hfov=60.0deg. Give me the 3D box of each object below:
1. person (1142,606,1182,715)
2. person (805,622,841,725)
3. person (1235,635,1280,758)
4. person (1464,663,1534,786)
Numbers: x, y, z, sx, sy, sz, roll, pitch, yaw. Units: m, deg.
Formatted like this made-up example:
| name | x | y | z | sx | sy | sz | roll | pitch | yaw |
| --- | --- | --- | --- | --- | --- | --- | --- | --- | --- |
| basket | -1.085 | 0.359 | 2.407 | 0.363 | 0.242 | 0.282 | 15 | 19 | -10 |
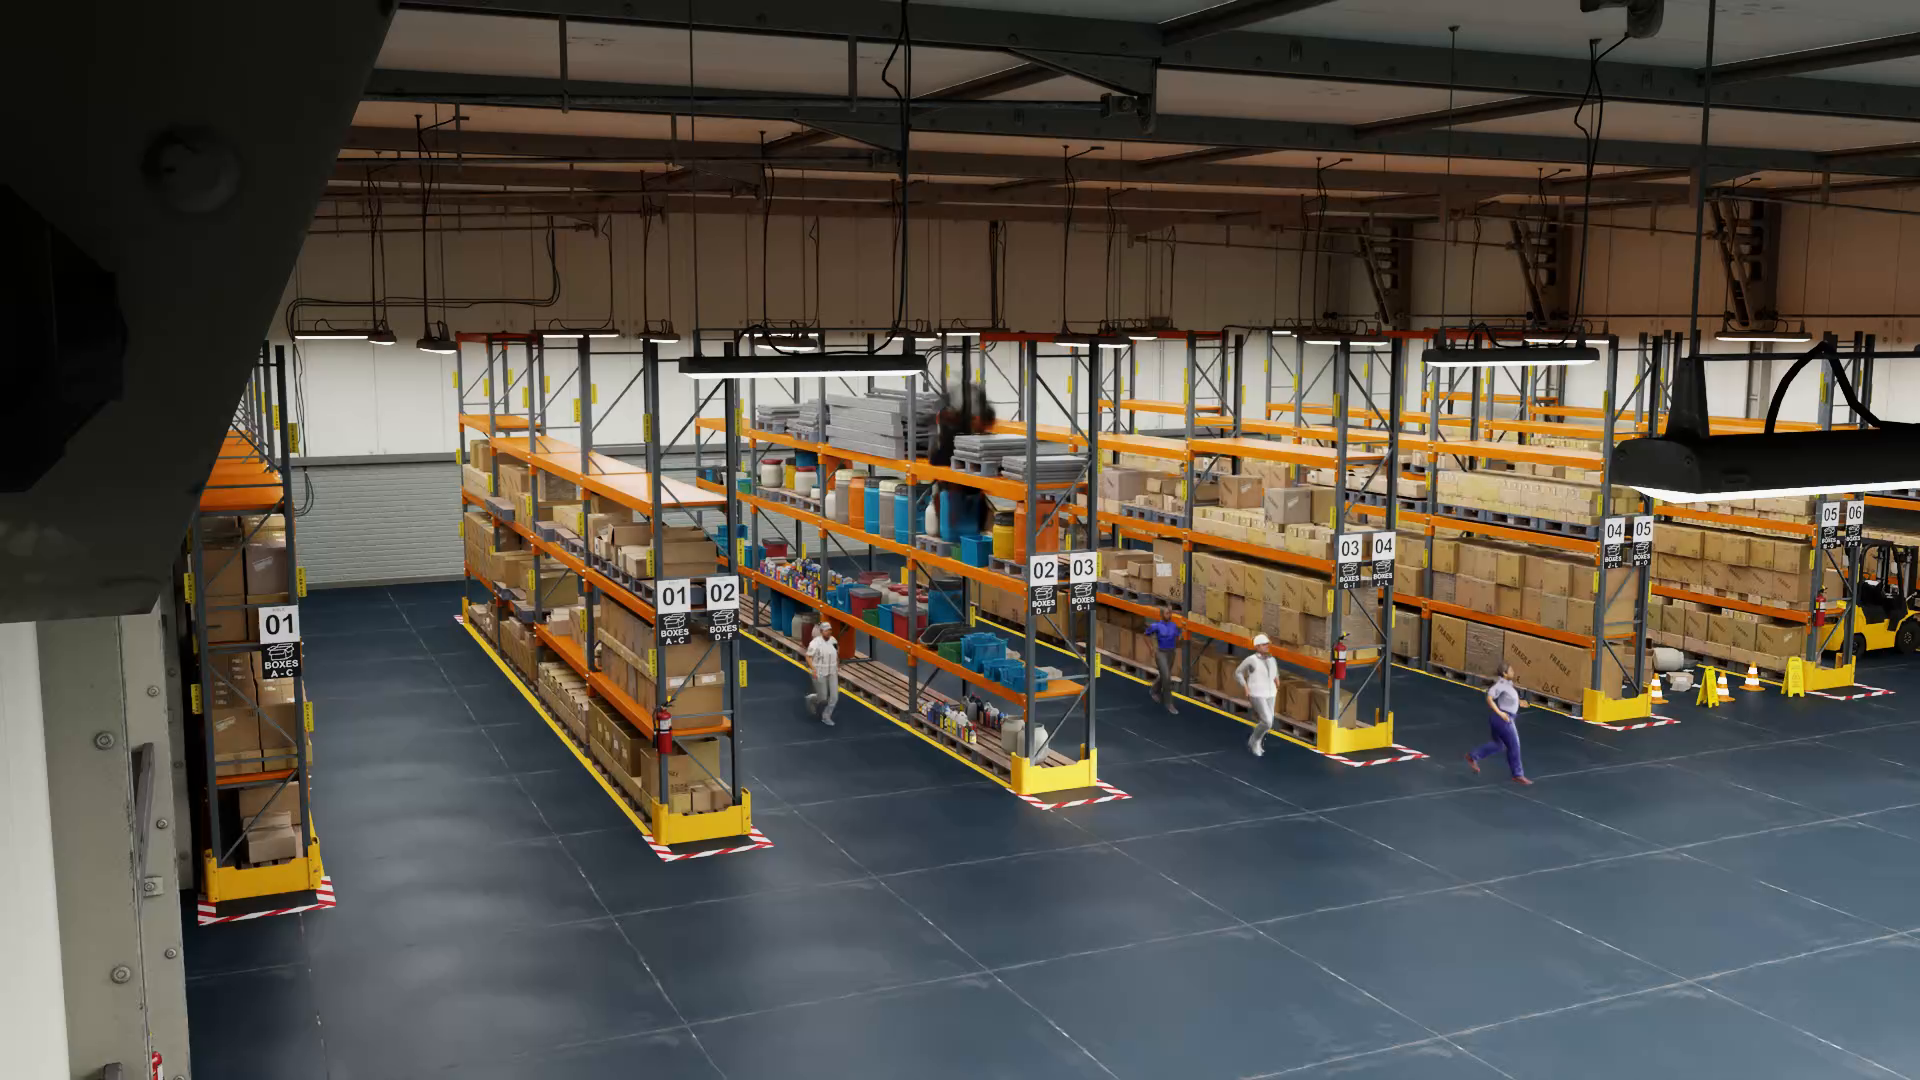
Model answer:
| name | x | y | z | sx | sy | sz | roll | pitch | yaw |
| --- | --- | --- | --- | --- | --- | --- | --- | --- | --- |
| person | 3.289 | 1.895 | 26.775 | 0.562 | 1.682 | 0.885 | -5 | 9 | -32 |
| person | -2.139 | 2.057 | 25.918 | 0.593 | 1.619 | 0.586 | -5 | 9 | -33 |
| person | 4.363 | 2.246 | 23.948 | 0.628 | 1.751 | 0.610 | -5 | 9 | -31 |
| person | 7.354 | 2.486 | 22.620 | 0.921 | 1.653 | 0.607 | 2 | 8 | 15 |
